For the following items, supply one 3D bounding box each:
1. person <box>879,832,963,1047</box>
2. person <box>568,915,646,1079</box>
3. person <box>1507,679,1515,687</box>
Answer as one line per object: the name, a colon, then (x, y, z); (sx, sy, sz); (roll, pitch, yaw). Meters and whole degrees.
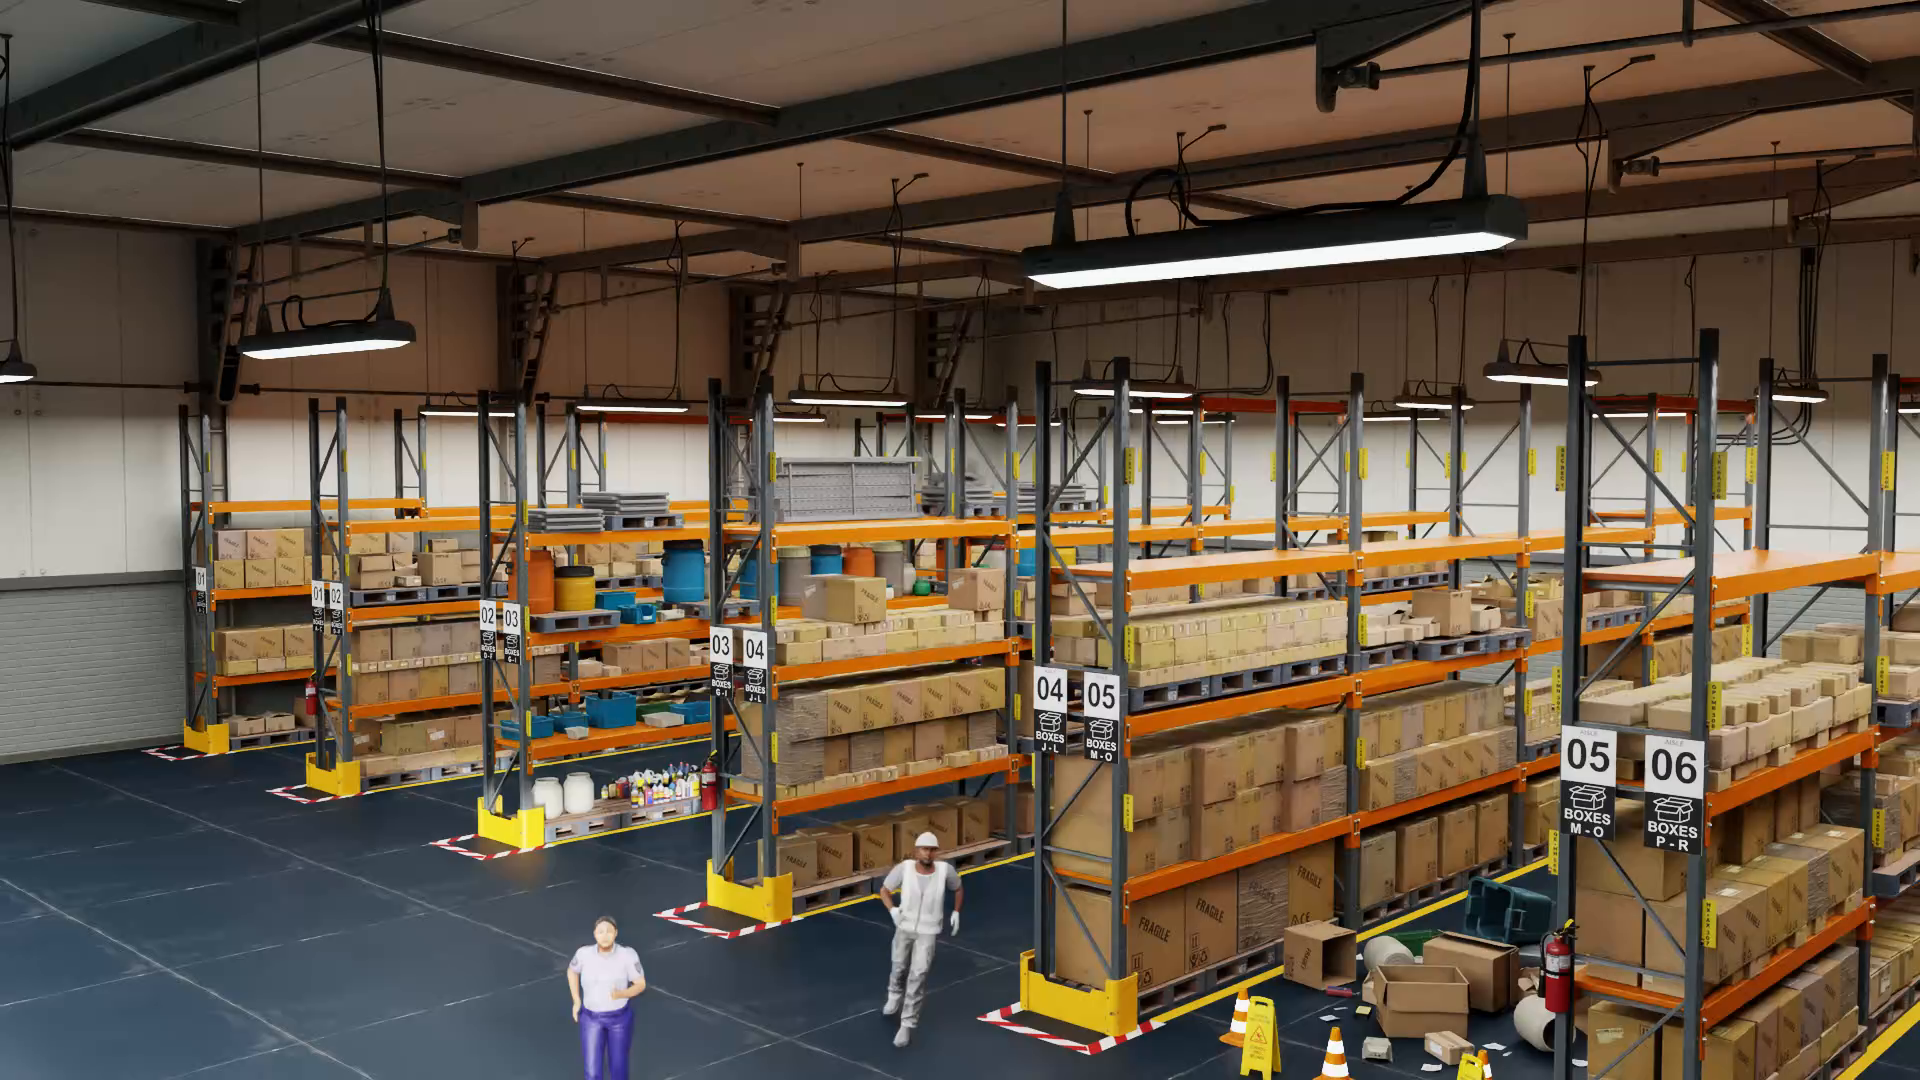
person: (-0.360, 3.488, 14.806); (0.741, 1.777, 0.945); (0, 3, 5)
person: (-2.680, 3.678, 12.614); (0.595, 1.689, 0.760); (0, 3, -9)
person: (8.426, 2.978, 25.281); (0.685, 1.747, 1.032); (2, 4, 38)
